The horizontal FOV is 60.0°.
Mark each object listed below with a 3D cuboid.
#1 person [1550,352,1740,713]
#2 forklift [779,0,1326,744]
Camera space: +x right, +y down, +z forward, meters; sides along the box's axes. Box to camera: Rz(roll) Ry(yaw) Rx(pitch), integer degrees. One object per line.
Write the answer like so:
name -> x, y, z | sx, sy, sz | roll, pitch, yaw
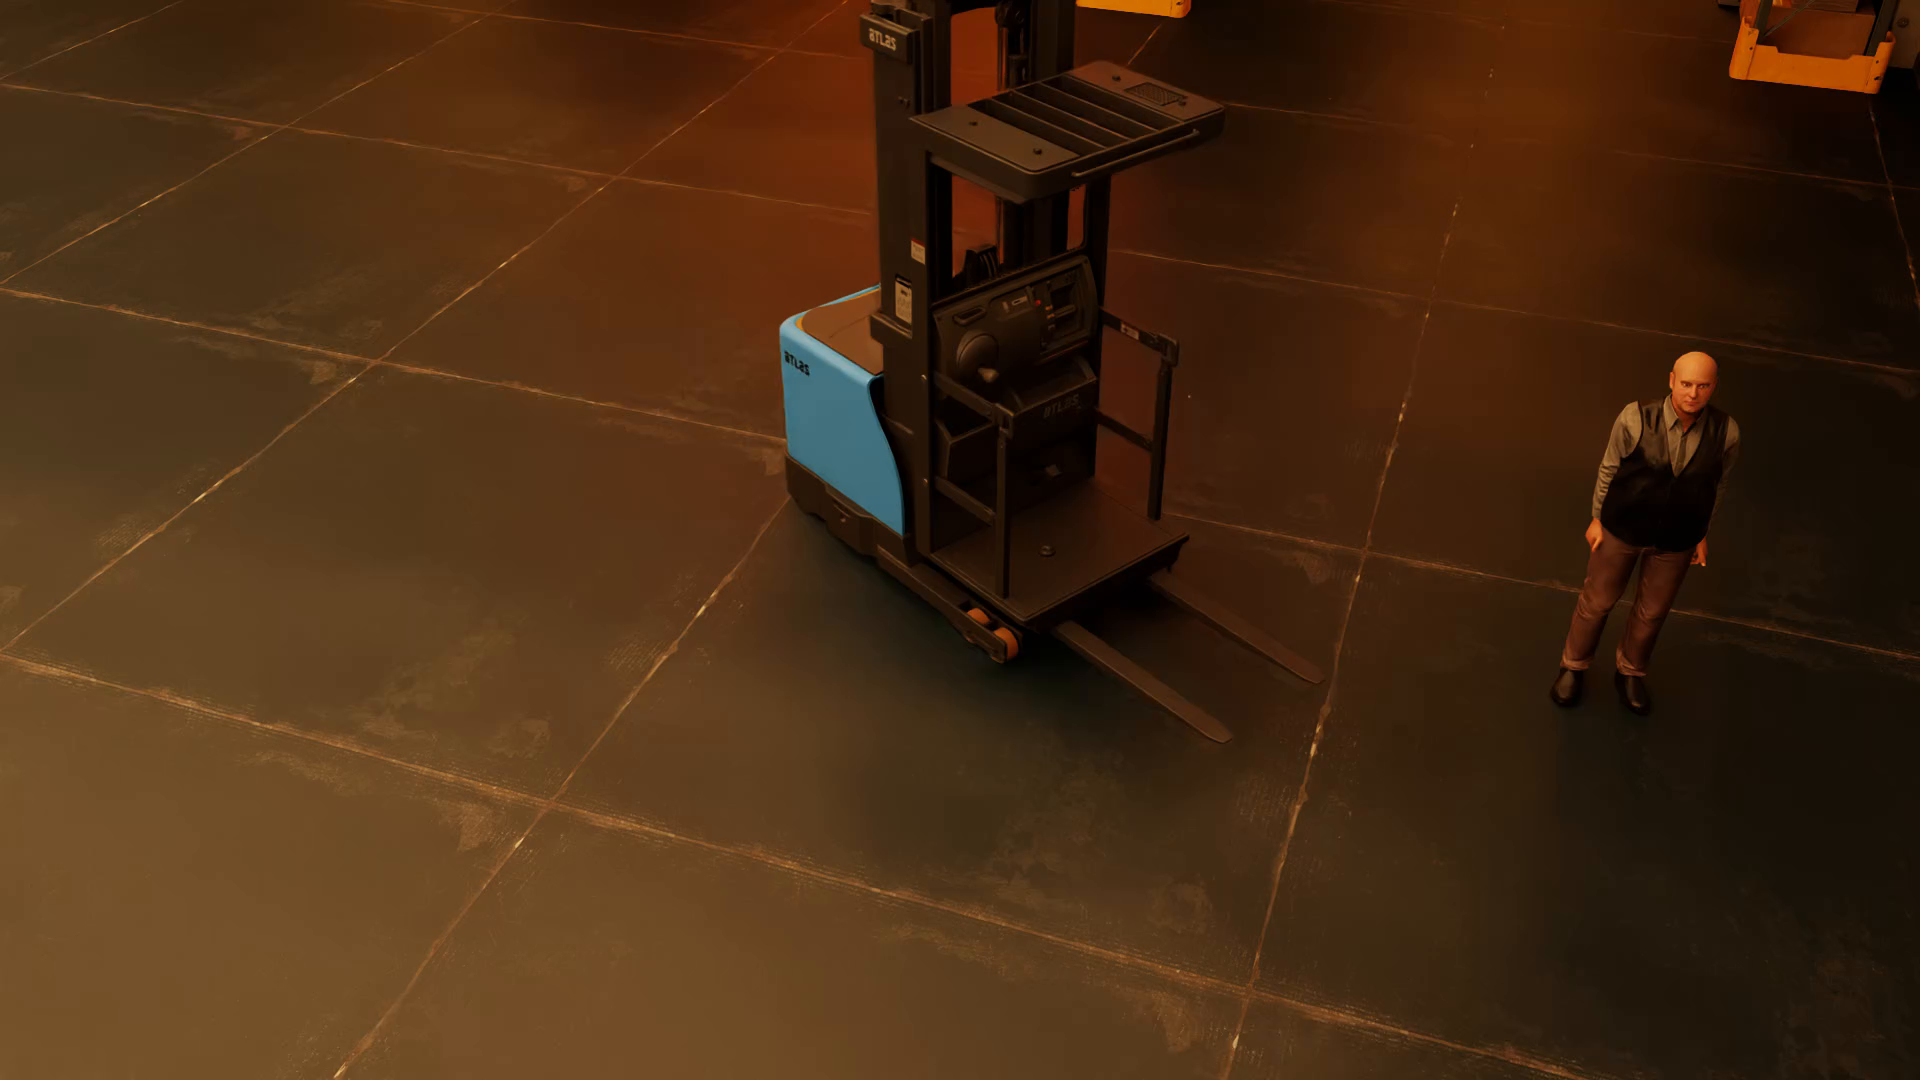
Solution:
person -> 2.979, -0.019, 7.186 | 0.524, 1.723, 0.374 | 7, 36, 10
forklift -> 0.402, -0.946, 7.446 | 1.130, 2.935, 3.031 | -26, 43, -32
